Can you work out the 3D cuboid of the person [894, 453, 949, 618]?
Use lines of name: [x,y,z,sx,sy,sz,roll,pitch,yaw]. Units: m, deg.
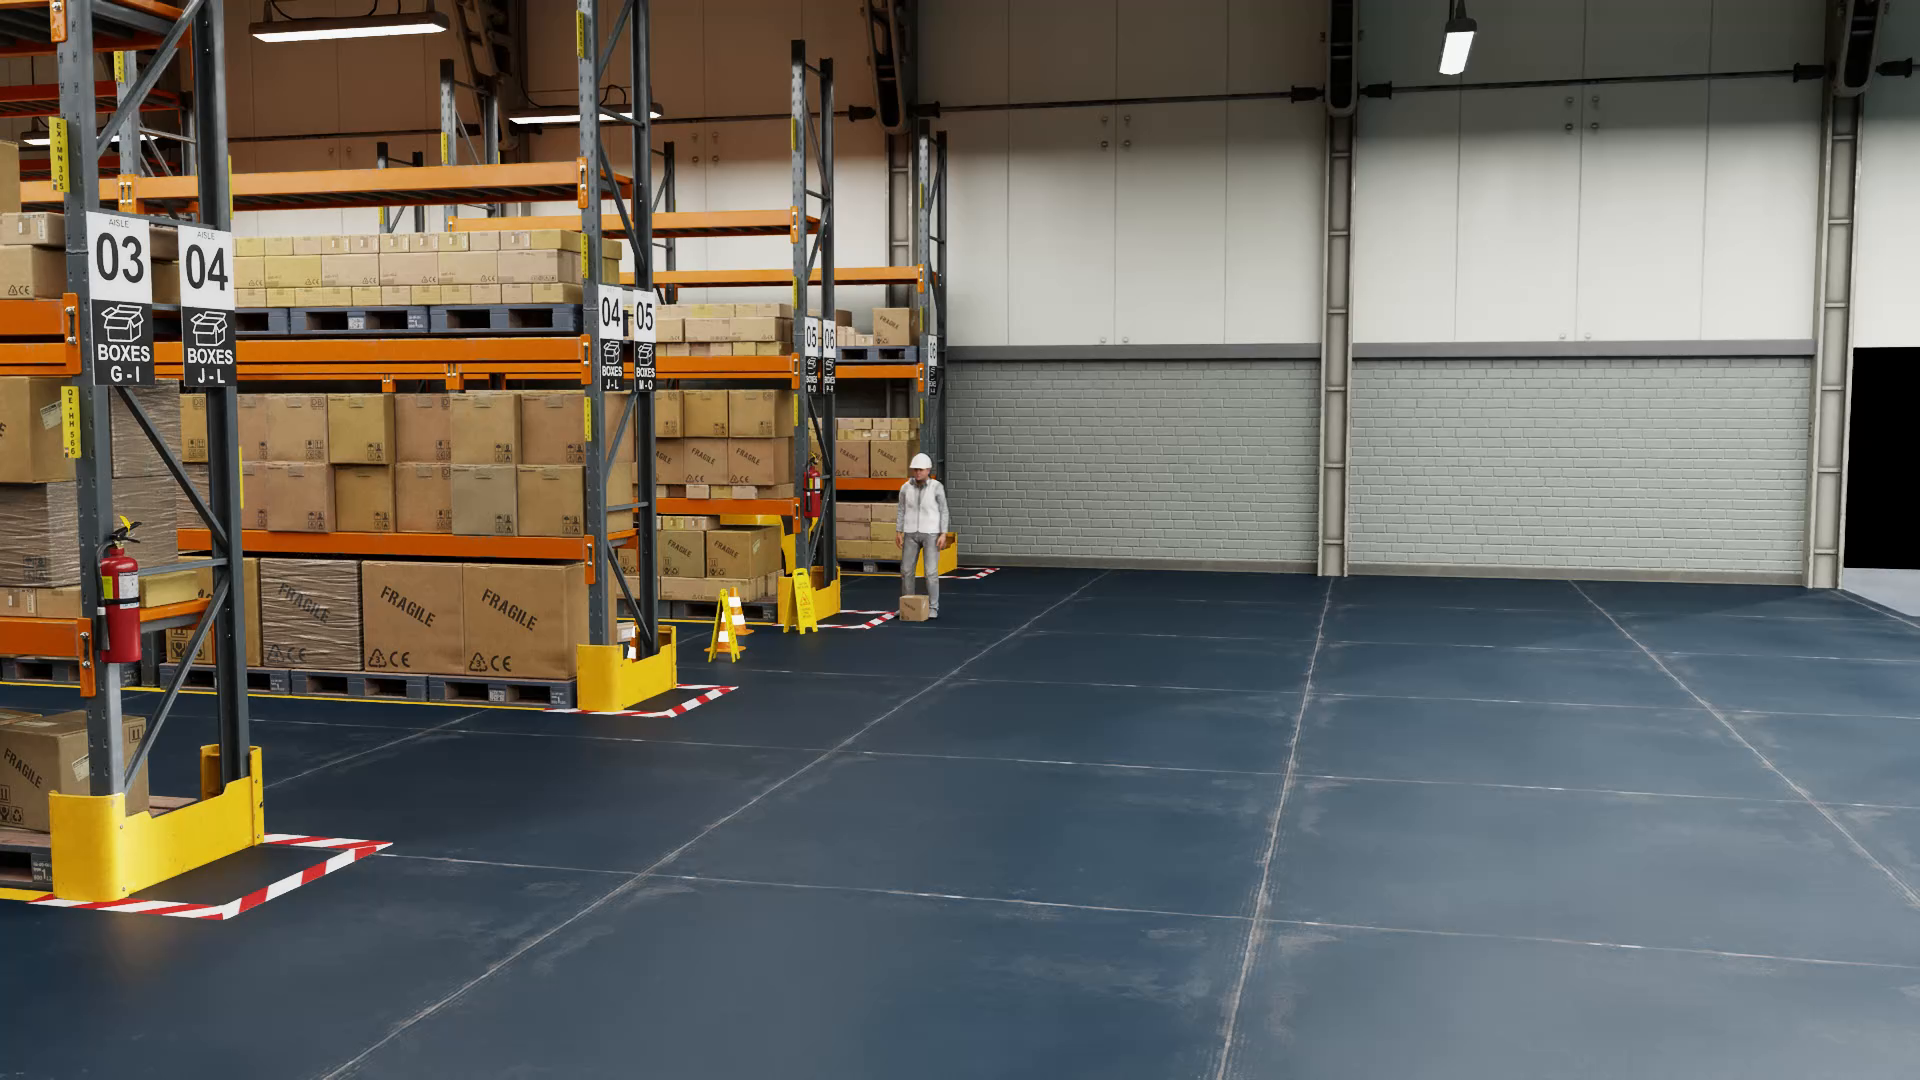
person: [-0.415,-0.051,17.962,0.585,1.771,0.466,2,5,18]
